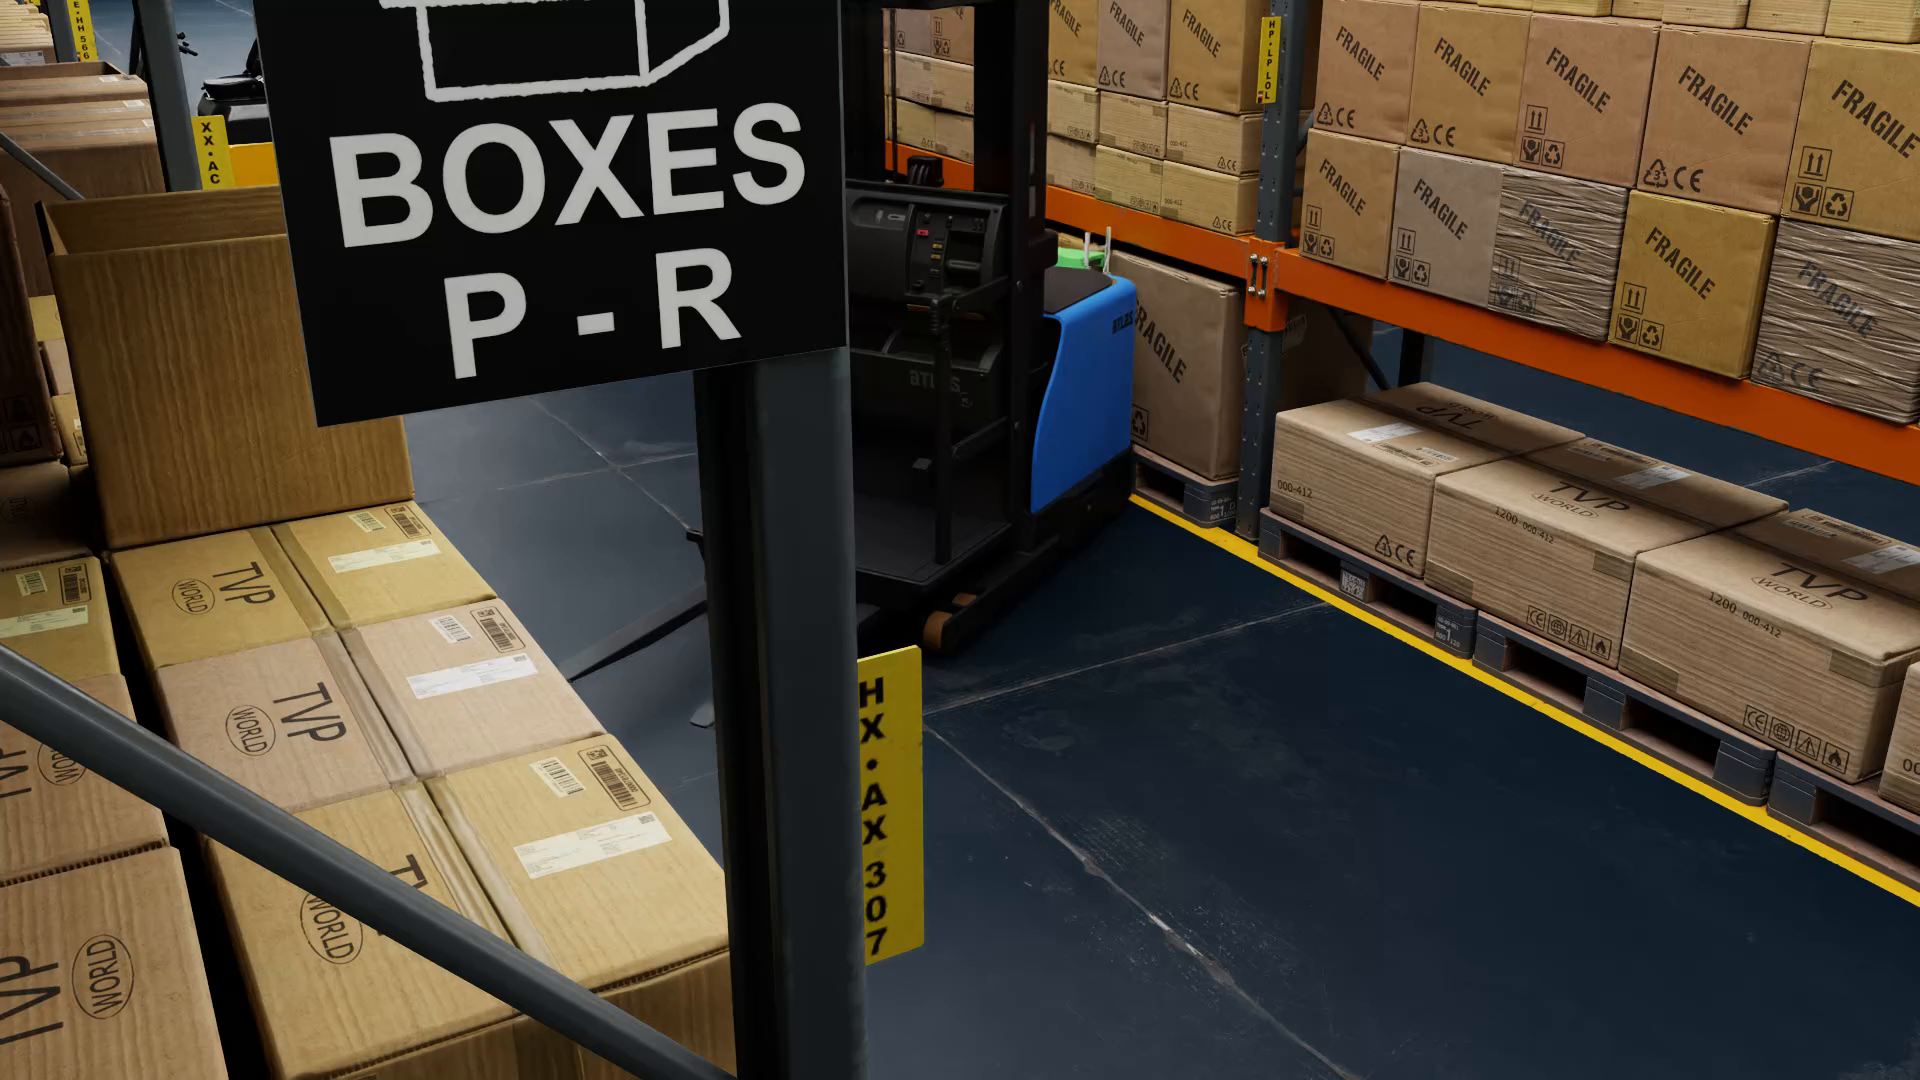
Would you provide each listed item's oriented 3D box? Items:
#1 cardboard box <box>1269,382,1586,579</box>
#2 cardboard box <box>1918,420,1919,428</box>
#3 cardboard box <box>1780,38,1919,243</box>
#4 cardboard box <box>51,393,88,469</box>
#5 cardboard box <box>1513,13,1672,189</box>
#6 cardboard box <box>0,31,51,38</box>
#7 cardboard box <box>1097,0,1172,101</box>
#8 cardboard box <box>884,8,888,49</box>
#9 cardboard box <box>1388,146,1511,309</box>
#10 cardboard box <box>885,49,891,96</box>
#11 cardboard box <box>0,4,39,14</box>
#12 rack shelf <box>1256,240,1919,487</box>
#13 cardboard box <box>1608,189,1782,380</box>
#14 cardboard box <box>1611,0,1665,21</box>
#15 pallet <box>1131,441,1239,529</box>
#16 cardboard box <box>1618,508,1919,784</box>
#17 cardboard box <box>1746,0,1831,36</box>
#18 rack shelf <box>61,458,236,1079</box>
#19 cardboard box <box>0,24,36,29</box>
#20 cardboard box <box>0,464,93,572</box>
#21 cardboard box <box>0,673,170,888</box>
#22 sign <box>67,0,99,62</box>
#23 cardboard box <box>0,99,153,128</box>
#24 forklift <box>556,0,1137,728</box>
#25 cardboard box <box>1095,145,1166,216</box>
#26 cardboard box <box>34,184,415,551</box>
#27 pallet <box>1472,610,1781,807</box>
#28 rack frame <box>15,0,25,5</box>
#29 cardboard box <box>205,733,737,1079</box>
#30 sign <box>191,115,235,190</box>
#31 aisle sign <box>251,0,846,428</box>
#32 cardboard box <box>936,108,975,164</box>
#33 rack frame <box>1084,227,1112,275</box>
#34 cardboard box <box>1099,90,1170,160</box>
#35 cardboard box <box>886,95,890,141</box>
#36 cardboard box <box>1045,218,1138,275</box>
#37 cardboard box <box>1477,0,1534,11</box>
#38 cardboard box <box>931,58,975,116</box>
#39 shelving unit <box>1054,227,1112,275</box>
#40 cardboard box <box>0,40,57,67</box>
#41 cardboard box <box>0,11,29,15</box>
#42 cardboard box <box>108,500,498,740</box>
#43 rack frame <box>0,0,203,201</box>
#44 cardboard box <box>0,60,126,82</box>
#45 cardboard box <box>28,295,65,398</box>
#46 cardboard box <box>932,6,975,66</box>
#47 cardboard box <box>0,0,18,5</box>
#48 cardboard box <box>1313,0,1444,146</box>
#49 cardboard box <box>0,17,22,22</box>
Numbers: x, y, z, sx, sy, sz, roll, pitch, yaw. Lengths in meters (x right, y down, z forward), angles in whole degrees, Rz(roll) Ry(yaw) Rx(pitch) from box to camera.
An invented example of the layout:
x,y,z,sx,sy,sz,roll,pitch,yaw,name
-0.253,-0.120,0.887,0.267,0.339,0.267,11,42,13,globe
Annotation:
x,y,z,sx,sy,sz,roll,pitch,yaw,name
1.905,-0.273,6.845,0.875,0.438,0.875,-13,25,-29,cardboard box
3.002,-0.512,4.454,0.500,0.500,0.500,-13,26,-29,cardboard box
2.727,-1.139,4.669,0.500,0.500,0.500,-13,25,-29,cardboard box
-1.607,-0.161,3.527,0.500,0.250,0.500,-13,25,-29,cardboard box
2.216,-1.466,5.473,0.500,0.500,0.500,-12,25,-27,cardboard box
-4.833,-2.500,8.483,0.380,0.149,0.250,-12,25,-27,cardboard box
0.962,-2.262,7.431,0.500,0.500,0.500,-12,25,-27,cardboard box
-0.325,-3.087,9.463,0.500,0.500,0.500,-14,26,-30,cardboard box
1.945,-1.170,6.074,0.500,0.500,0.500,-12,25,-28,cardboard box
-0.320,-2.735,9.592,0.500,0.250,0.500,-13,25,-29,cardboard box
-5.835,-3.173,10.141,0.380,0.149,0.250,-13,26,-30,cardboard box
2.698,-0.509,5.535,1.077,0.370,4.000,-13,25,-28,rack shelf
2.456,-0.841,5.264,0.500,0.500,0.500,-12,25,-27,cardboard box
2.310,-1.744,5.296,0.380,0.149,0.250,-13,25,-28,cardboard box
1.217,-0.433,8.097,1.003,0.211,1.213,-13,25,-28,pallet
2.822,0.309,5.414,0.875,0.438,0.875,-12,25,-27,cardboard box
2.547,-1.574,4.877,0.380,0.149,0.250,-12,25,-27,cardboard box
-1.567,0.447,3.183,1.077,0.370,4.000,-13,25,-28,rack shelf
-5.131,-2.657,8.871,0.380,0.149,0.250,-12,25,-28,cardboard box
-1.787,0.097,2.892,0.500,0.250,0.500,-13,25,-28,cardboard box
-1.271,0.428,2.079,0.500,0.250,0.500,-13,25,-28,cardboard box
-4.171,-2.436,7.888,0.100,0.325,0.005,-13,25,-28,sign
-2.908,-1.142,5.446,0.700,0.500,0.500,-12,25,-28,cardboard box
-0.366,-1.119,6.172,1.130,2.935,3.031,12,25,27,forklift
0.971,-1.682,7.665,0.500,0.250,0.500,-13,25,-29,cardboard box
-1.312,-0.339,2.969,0.500,0.500,0.500,-12,25,-27,cardboard box
2.625,0.459,5.902,1.003,0.211,1.213,-13,25,-28,pallet
-6.676,-3.123,11.012,1.000,3.000,0.127,-13,25,-28,rack frame
-0.546,0.494,1.916,0.500,0.250,0.500,-12,25,-28,cardboard box
-2.126,-1.042,4.741,0.100,0.325,0.005,-13,25,-28,sign
-0.258,-0.478,1.050,0.394,0.787,0.004,-13,25,-28,aisle sign
0.207,-2.174,8.877,0.500,0.250,0.500,-12,25,-27,cardboard box
0.612,-0.845,7.772,0.015,1.200,0.240,13,21,28,rack frame
0.980,-1.908,7.557,0.500,0.250,0.500,-12,25,-27,cardboard box
-0.333,-2.508,9.698,0.500,0.250,0.500,-13,26,-29,cardboard box
0.823,-1.176,8.485,0.875,0.875,0.875,-12,25,-27,cardboard box
2.000,-1.901,5.682,0.380,0.149,0.250,-13,25,-29,cardboard box
0.187,-2.404,8.777,0.500,0.250,0.500,-13,25,-28,cardboard box
0.402,-0.892,7.888,0.503,1.200,0.258,13,21,28,shelving unit
-4.542,-2.335,8.079,0.380,0.149,0.250,-12,25,-27,cardboard box
-5.632,-2.994,9.700,0.380,0.149,0.250,-12,25,-28,cardboard box
-1.065,0.168,2.720,0.500,0.250,0.500,-13,26,-29,cardboard box
-2.589,-0.534,4.641,1.000,3.000,0.127,-13,25,-28,rack frame
-3.639,-1.578,6.515,0.797,0.503,0.637,-13,26,-29,cardboard box
-2.119,-0.484,4.323,0.500,0.250,0.500,-12,25,-27,cardboard box
0.188,-2.758,8.653,0.500,0.500,0.500,-12,25,-27,cardboard box
-6.163,-3.322,10.507,0.380,0.149,0.250,-13,26,-29,cardboard box
1.711,-1.798,6.292,0.500,0.500,0.500,-12,25,-28,cardboard box
-5.426,-2.817,9.263,0.380,0.149,0.250,-13,25,-28,cardboard box
